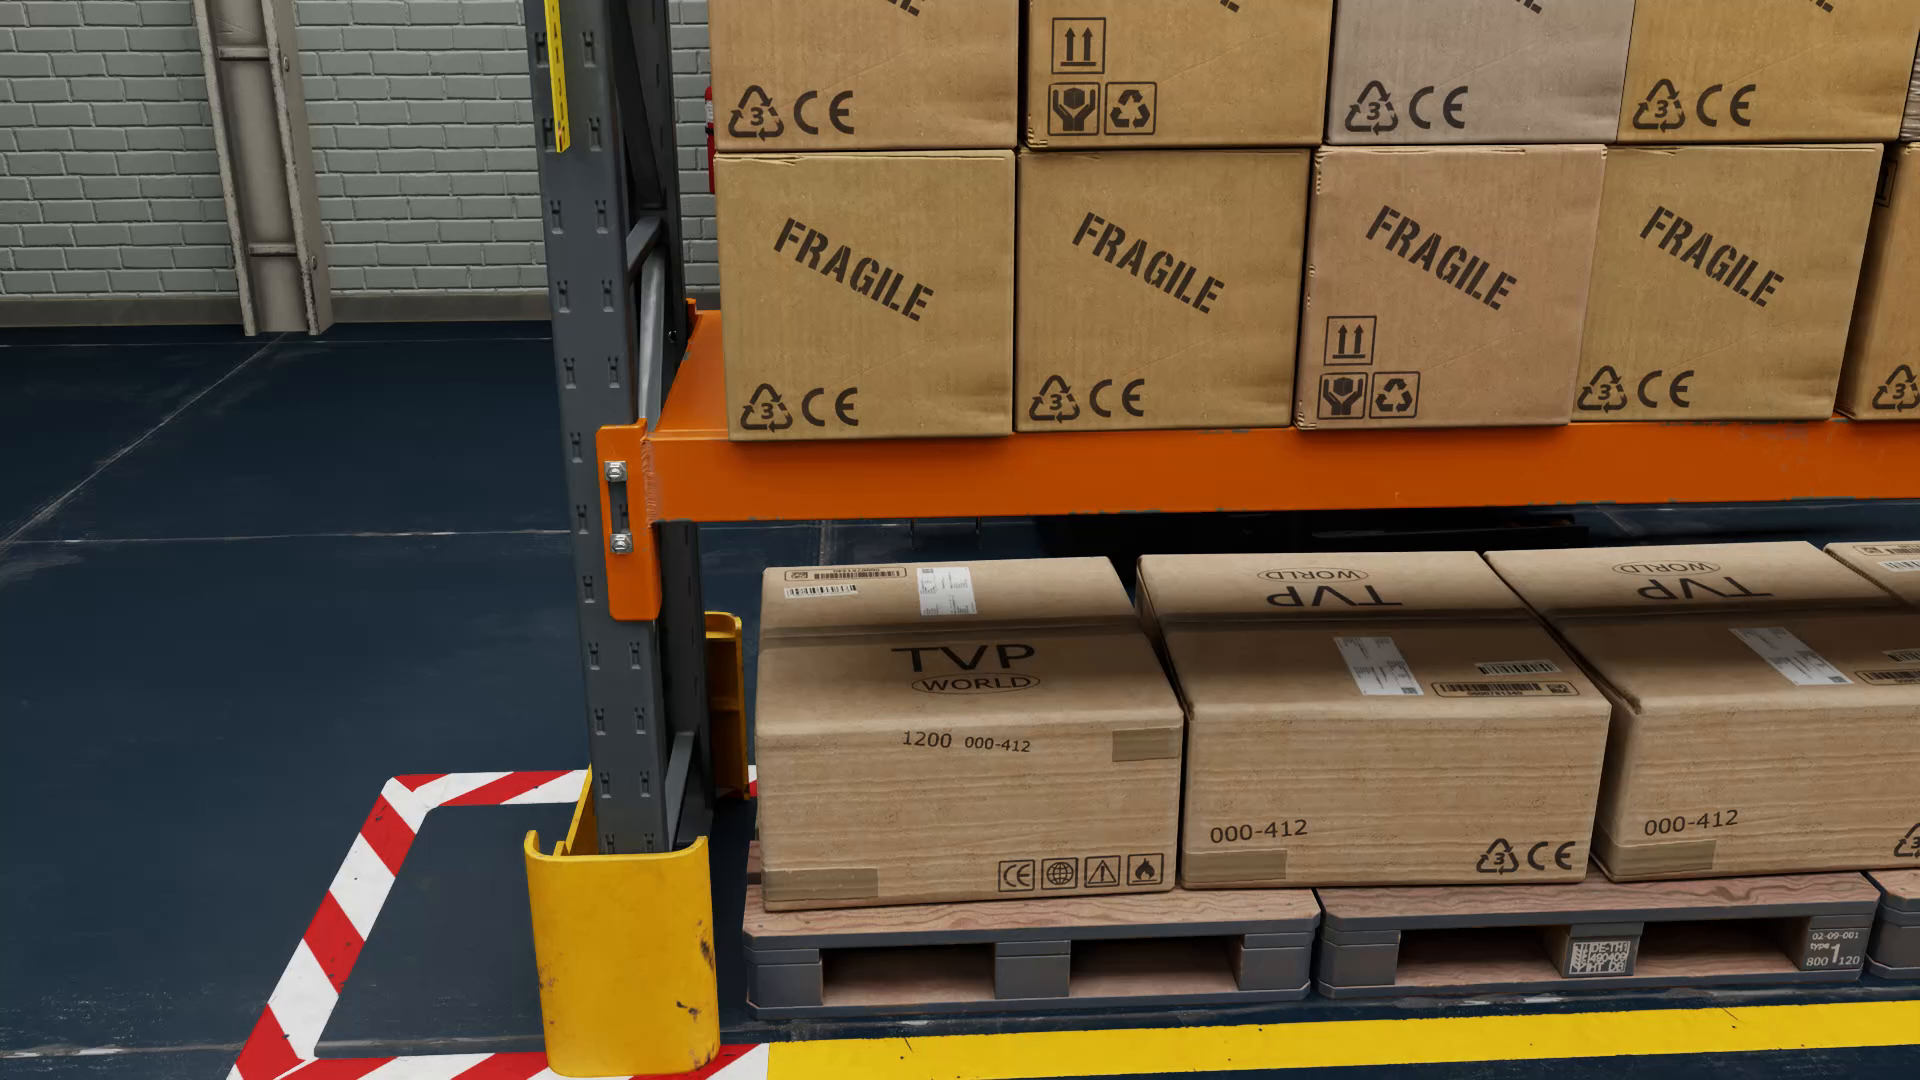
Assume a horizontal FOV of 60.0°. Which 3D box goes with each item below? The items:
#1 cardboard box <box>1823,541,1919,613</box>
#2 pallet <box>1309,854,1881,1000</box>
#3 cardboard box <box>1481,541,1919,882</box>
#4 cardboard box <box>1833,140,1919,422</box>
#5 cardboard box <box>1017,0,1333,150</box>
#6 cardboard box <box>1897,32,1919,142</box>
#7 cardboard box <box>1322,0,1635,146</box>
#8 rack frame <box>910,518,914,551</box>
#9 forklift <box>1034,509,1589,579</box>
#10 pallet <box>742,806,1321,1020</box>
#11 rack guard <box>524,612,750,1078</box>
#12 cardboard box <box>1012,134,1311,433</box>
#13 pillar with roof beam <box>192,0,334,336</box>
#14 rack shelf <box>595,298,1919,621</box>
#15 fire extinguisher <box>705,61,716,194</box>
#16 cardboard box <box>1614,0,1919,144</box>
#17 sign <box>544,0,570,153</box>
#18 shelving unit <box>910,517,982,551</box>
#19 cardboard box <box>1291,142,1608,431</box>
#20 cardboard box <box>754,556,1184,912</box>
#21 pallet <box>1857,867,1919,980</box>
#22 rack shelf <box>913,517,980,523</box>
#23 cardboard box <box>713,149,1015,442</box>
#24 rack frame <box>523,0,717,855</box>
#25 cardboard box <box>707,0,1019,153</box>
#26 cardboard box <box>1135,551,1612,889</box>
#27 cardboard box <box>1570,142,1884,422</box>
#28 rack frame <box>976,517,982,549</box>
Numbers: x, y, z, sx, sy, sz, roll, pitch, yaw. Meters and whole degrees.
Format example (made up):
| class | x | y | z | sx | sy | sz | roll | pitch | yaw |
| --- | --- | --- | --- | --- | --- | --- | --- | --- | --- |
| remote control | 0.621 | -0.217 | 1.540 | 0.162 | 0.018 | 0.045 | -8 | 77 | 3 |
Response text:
| class | x | y | z | sx | sy | sz | roll | pitch | yaw |
| --- | --- | --- | --- | --- | --- | --- | --- | --- | --- |
| cardboard box | 2.692 | 0.352 | 3.990 | 0.875 | 0.438 | 0.875 | -1 | 21 | -4 |
| pallet | 1.340 | 0.693 | 4.003 | 1.213 | 0.211 | 1.003 | -1 | 21 | -3 |
| cardboard box | 1.798 | 0.371 | 3.942 | 0.875 | 0.438 | 0.875 | -2 | 21 | -5 |
| cardboard box | 1.862 | -0.542 | 3.188 | 0.500 | 0.500 | 0.500 | -1 | 21 | -4 |
| cardboard box | 0.342 | -0.978 | 2.927 | 0.500 | 0.500 | 0.500 | -2 | 21 | -5 |
| cardboard box | 1.854 | -1.009 | 3.009 | 0.500 | 0.500 | 0.500 | -1 | 21 | -2 |
| cardboard box | 0.855 | -0.991 | 2.962 | 0.500 | 0.500 | 0.500 | -1 | 21 | -3 |
| rack frame | -0.175 | -0.487 | 5.925 | 0.008 | 1.050 | 0.200 | -1 | 21 | -3 |
| forklift | 1.777 | -1.452 | 5.814 | 3.031 | 2.935 | 1.130 | -3 | 21 | -7 |
| pallet | 0.125 | 0.717 | 3.941 | 1.213 | 0.211 | 1.003 | -1 | 21 | -3 |
| rack guard | -0.693 | 0.627 | 3.773 | 0.348 | 0.500 | 1.175 | -1 | 21 | -3 |
| cardboard box | 0.330 | -0.517 | 3.122 | 0.500 | 0.500 | 0.500 | -1 | 21 | -4 |
| pillar with roof beam | -3.454 | -3.845 | 3.573 | 0.400 | 9.000 | 9.100 | -1 | 21 | -3 |
| rack shelf | 1.328 | -0.247 | 3.564 | 4.000 | 0.370 | 1.077 | -1 | 21 | -3 |
| fire extinguisher | -1.077 | -1.928 | 7.601 | 0.183 | 0.674 | 0.296 | -1 | 21 | -3 |
| cardboard box | 1.353 | -1.001 | 2.989 | 0.500 | 0.500 | 0.500 | -1 | 21 | -3 |
| sign | -0.643 | -0.786 | 2.643 | 0.005 | 0.325 | 0.100 | -1 | 21 | -3 |
| shelving unit | -0.053 | -0.490 | 5.931 | 0.252 | 1.050 | 0.215 | -1 | 21 | -3 |
| cardboard box | 0.839 | -0.521 | 3.132 | 0.500 | 0.500 | 0.500 | -1 | 21 | -3 |
| cardboard box | -0.016 | 0.410 | 3.839 | 0.875 | 0.438 | 0.875 | -2 | 21 | -5 |
| pallet | 2.561 | 0.668 | 4.071 | 1.213 | 0.211 | 1.003 | -1 | 21 | -3 |
| rack shelf | -0.053 | -0.220 | 6.034 | 0.240 | 0.259 | 0.215 | -1 | 21 | -3 |
| cardboard box | -0.173 | -0.497 | 3.069 | 0.500 | 0.500 | 0.500 | -1 | 21 | -3 |
| rack frame | -0.669 | -0.542 | 3.329 | 0.127 | 3.000 | 1.000 | -1 | 21 | -3 |
| cardboard box | -0.174 | -0.965 | 2.893 | 0.500 | 0.500 | 0.500 | -2 | 21 | -4 |
| cardboard box | 0.897 | 0.389 | 3.895 | 0.875 | 0.438 | 0.875 | -1 | 21 | -2 |
| cardboard box | 1.338 | -0.537 | 3.175 | 0.500 | 0.500 | 0.500 | 0 | 21 | -1 |
| rack frame | 0.068 | -0.492 | 5.938 | 0.008 | 1.050 | 0.200 | -1 | 21 | -3 |
